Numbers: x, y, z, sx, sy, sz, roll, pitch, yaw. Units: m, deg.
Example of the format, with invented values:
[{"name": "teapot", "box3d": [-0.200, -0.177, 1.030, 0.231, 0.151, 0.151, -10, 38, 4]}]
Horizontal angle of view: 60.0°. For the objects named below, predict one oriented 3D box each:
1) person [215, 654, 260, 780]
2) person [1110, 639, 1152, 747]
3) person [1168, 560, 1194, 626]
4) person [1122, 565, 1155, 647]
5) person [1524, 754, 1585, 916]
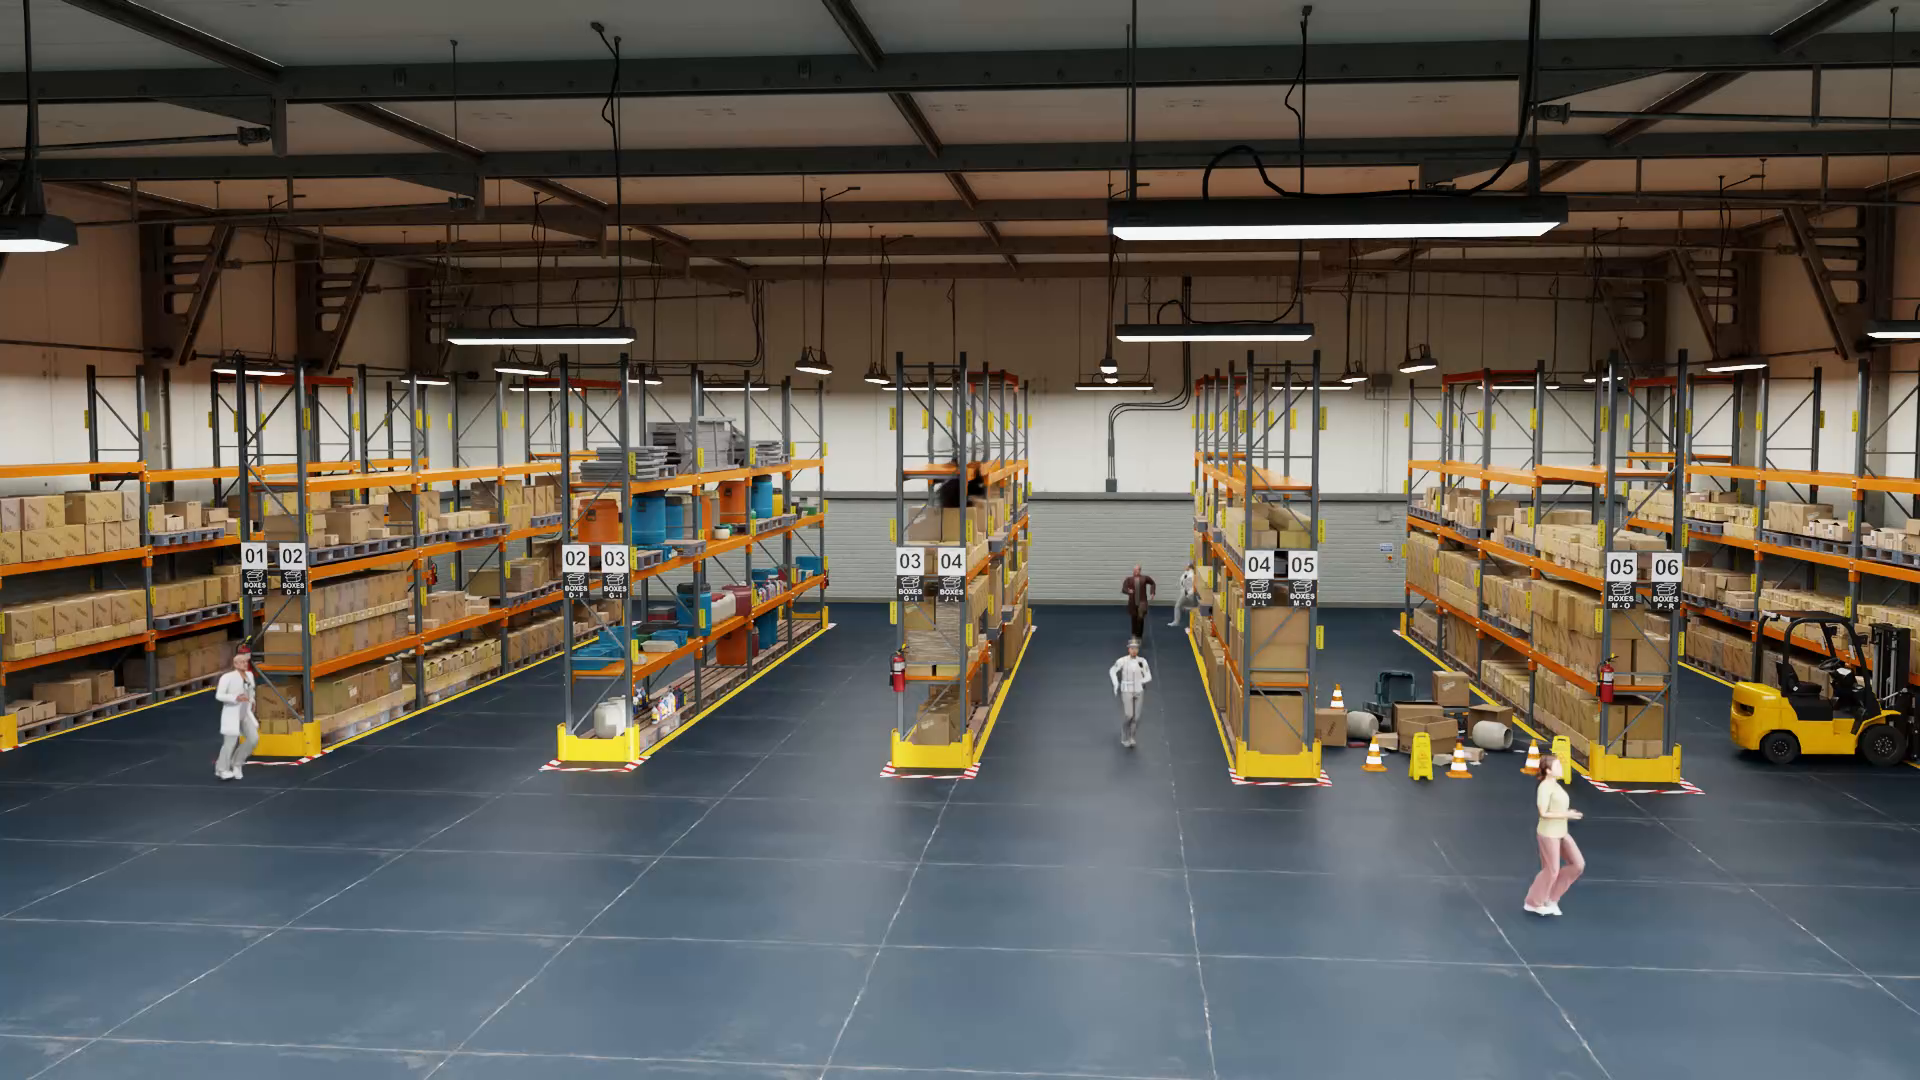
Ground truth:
[{"name": "person", "box3d": [-10.063, 2.481, 23.298, 0.742, 1.761, 0.701, 3, 5, 34]}, {"name": "person", "box3d": [2.641, 2.345, 25.477, 0.593, 1.670, 0.644, -1, 4, -8]}, {"name": "person", "box3d": [5.484, 1.296, 40.497, 0.807, 1.638, 0.676, 0, 4, -3]}, {"name": "person", "box3d": [4.013, 1.467, 37.368, 0.731, 1.839, 0.986, 1, 4, 15]}, {"name": "person", "box3d": [6.001, 2.983, 16.745, 0.595, 1.656, 0.562, 3, 5, 38]}]
